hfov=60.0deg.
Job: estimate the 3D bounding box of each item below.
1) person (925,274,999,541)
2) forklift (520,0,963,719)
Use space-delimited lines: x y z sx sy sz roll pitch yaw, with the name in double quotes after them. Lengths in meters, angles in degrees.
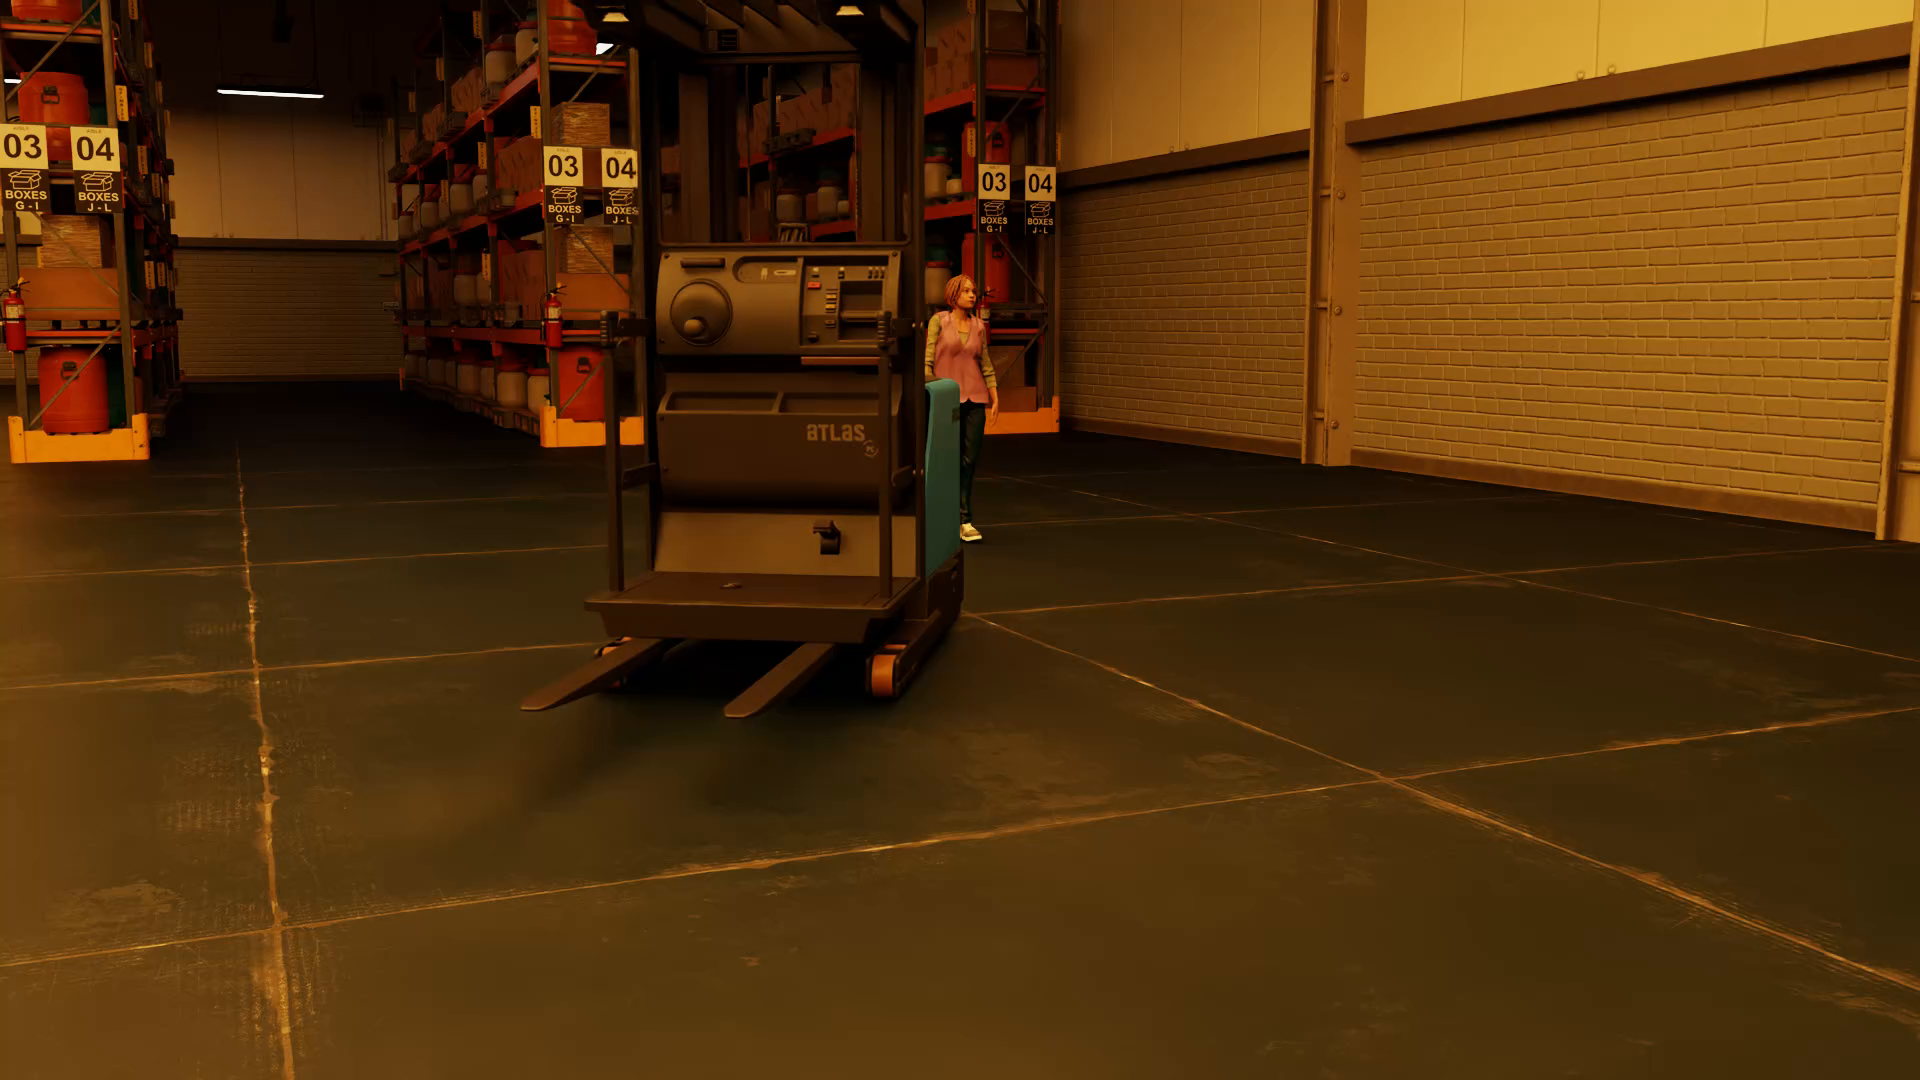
0.016 -0.790 9.976 0.520 1.597 0.476 -3 8 -23 "person"
-0.712 -0.937 6.047 1.130 2.935 3.031 1 8 8 "forklift"
